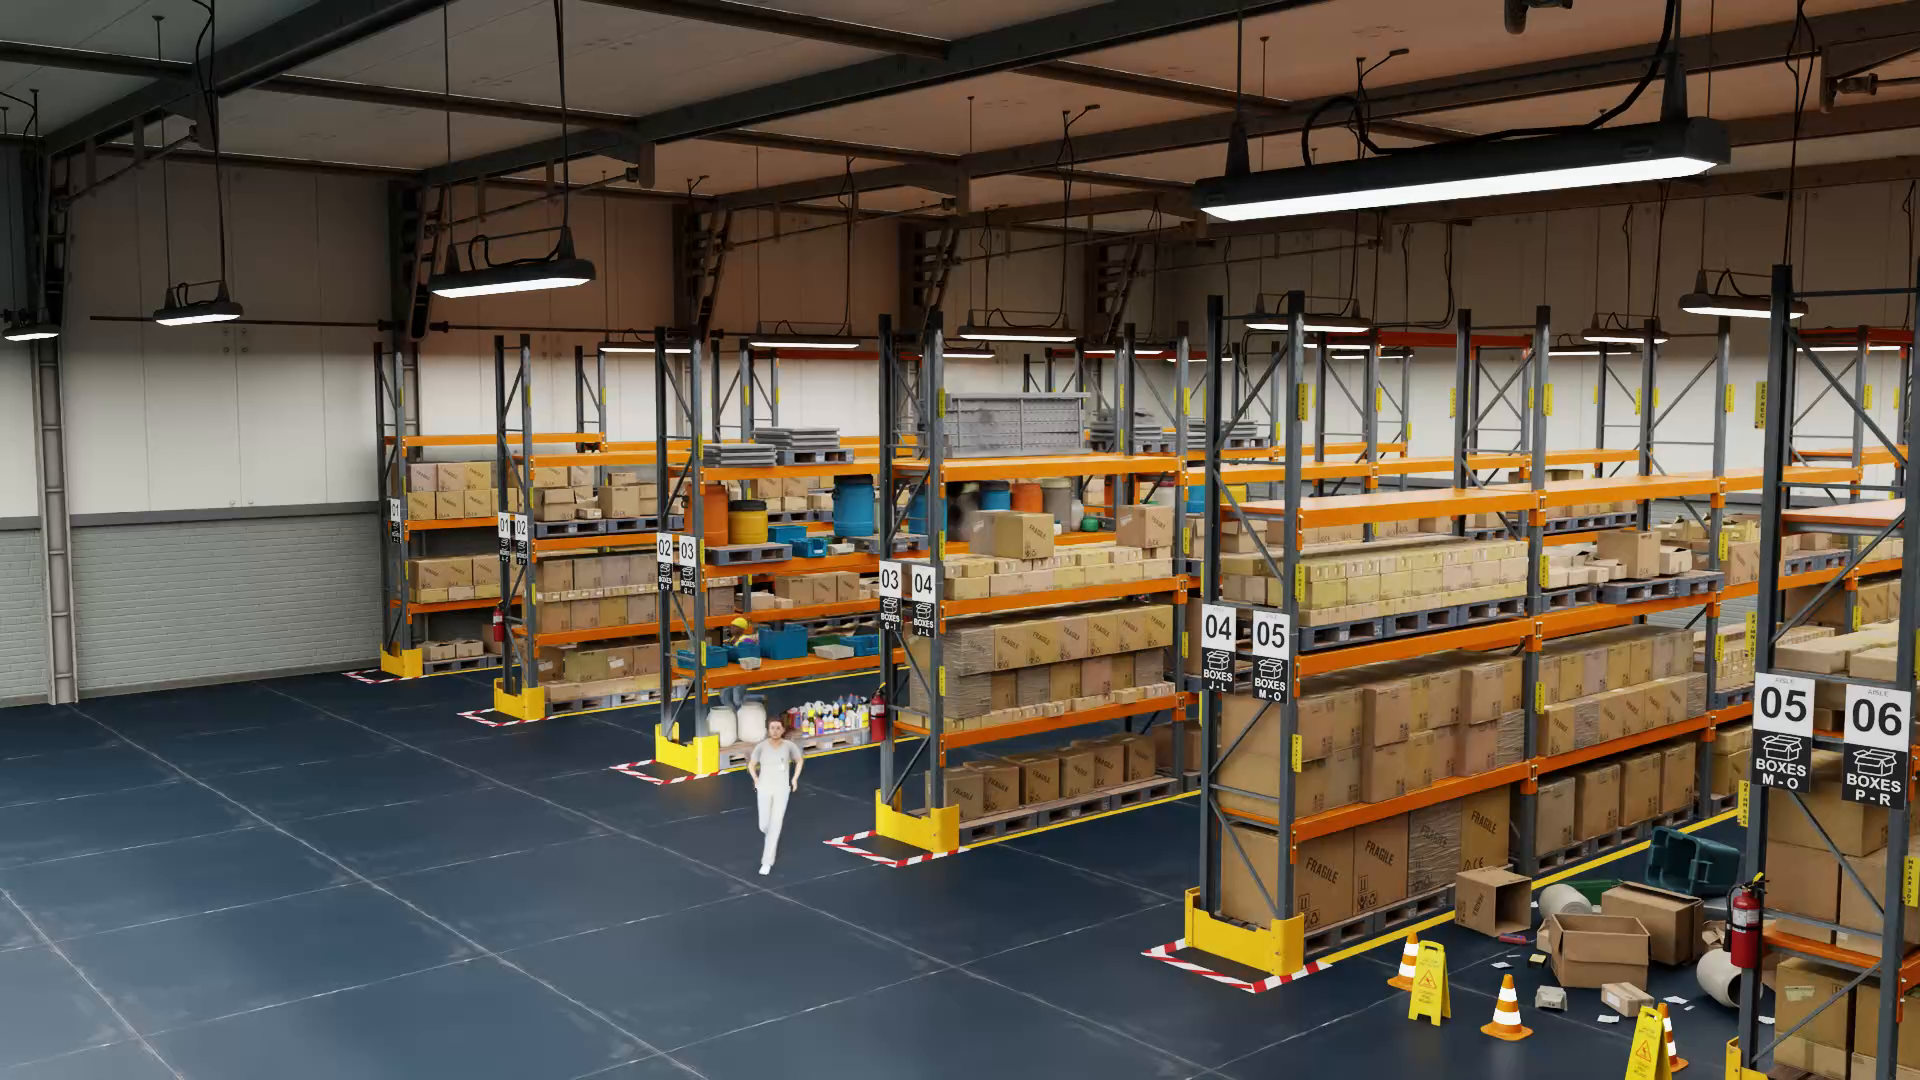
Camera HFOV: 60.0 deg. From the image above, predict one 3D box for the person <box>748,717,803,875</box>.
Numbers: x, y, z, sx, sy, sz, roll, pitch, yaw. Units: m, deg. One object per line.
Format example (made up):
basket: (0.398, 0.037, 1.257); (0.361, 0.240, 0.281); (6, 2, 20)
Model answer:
person: (-1.993, 2.713, 17.989); (0.587, 1.639, 0.883); (0, 5, -1)

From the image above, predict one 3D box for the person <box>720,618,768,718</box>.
person: (-3.310, 2.028, 25.210); (0.758, 1.721, 0.715); (-4, 7, -38)
